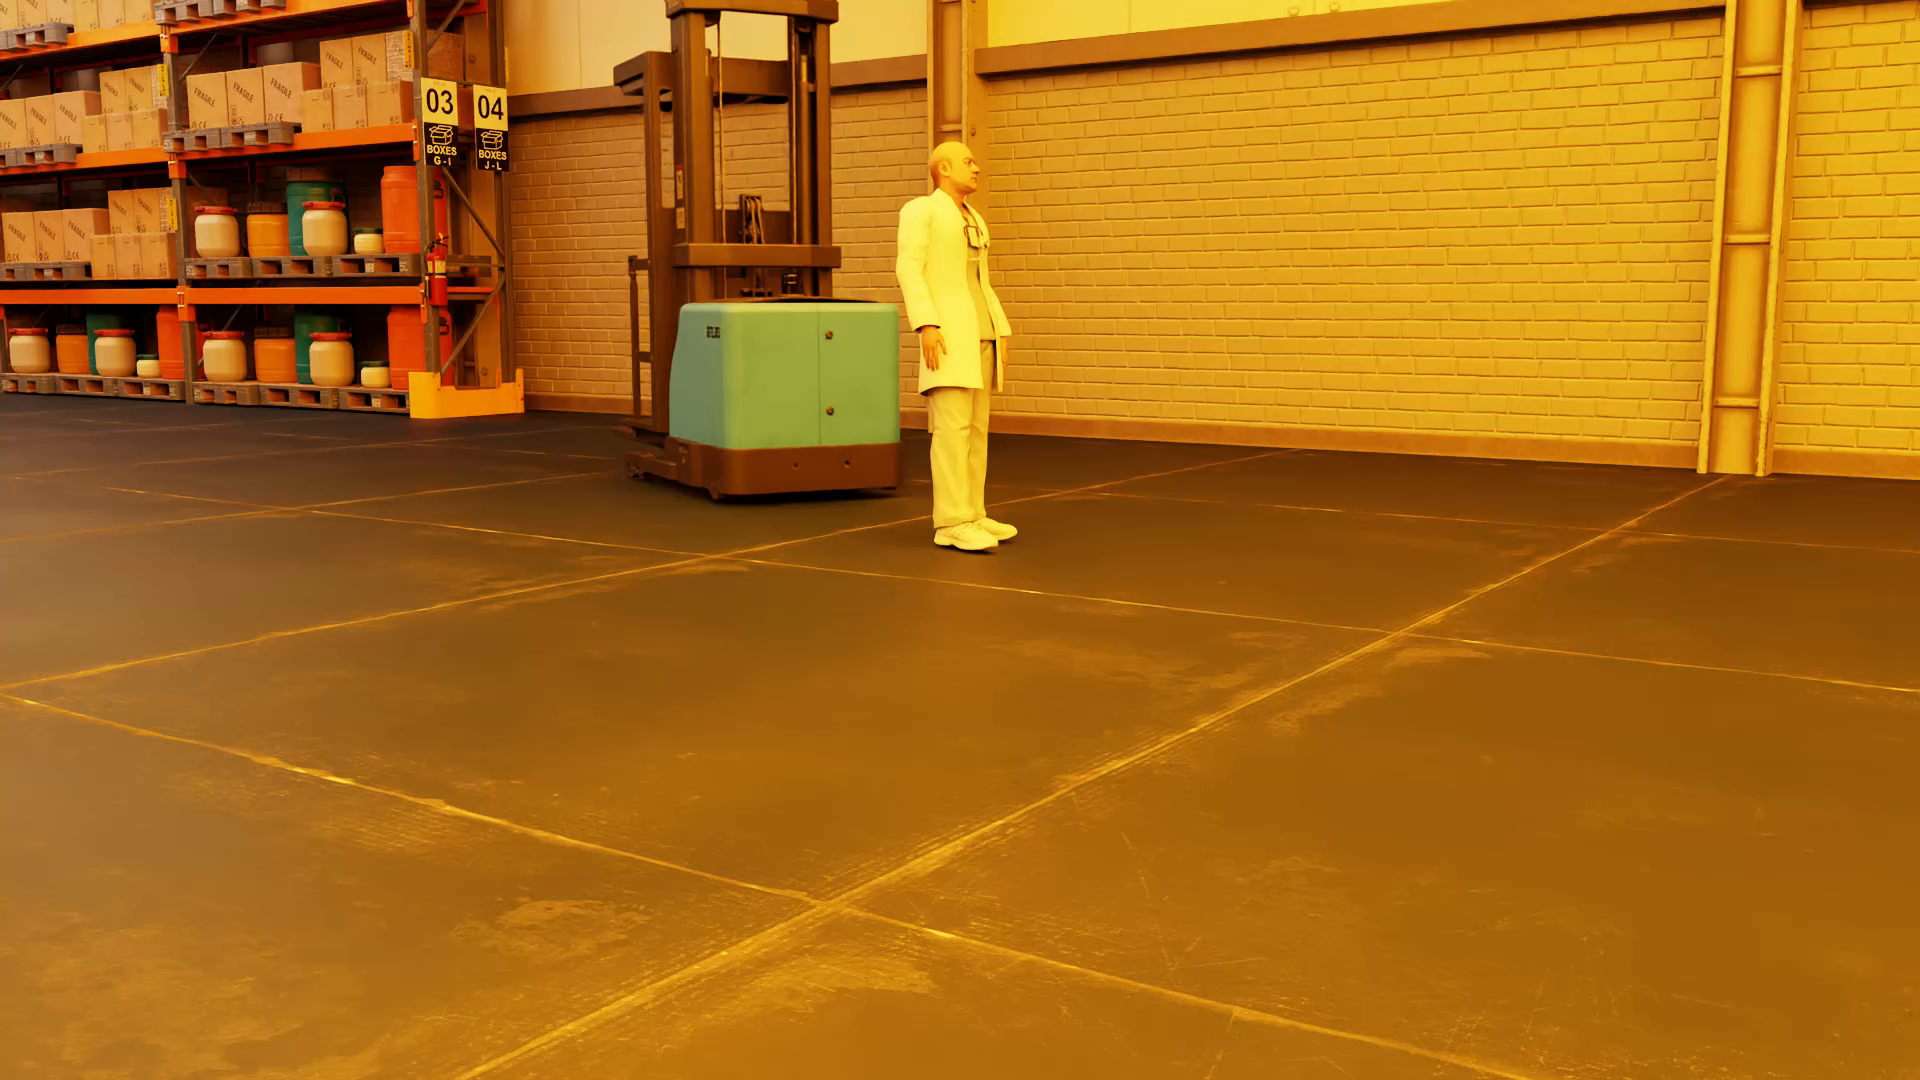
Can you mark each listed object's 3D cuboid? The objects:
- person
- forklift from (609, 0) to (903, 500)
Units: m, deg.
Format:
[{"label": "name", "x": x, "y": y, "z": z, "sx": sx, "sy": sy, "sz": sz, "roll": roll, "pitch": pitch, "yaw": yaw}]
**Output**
[{"label": "person", "x": 0.073, "y": -0.879, "z": 7.423, "sx": 0.578, "sy": 1.777, "sz": 0.695, "roll": 5, "pitch": 10, "yaw": 34}, {"label": "forklift", "x": -1.431, "y": -1.836, "z": 10.104, "sx": 1.130, "sy": 2.935, "sz": 3.031, "roll": -4, "pitch": 9, "yaw": -27}]
